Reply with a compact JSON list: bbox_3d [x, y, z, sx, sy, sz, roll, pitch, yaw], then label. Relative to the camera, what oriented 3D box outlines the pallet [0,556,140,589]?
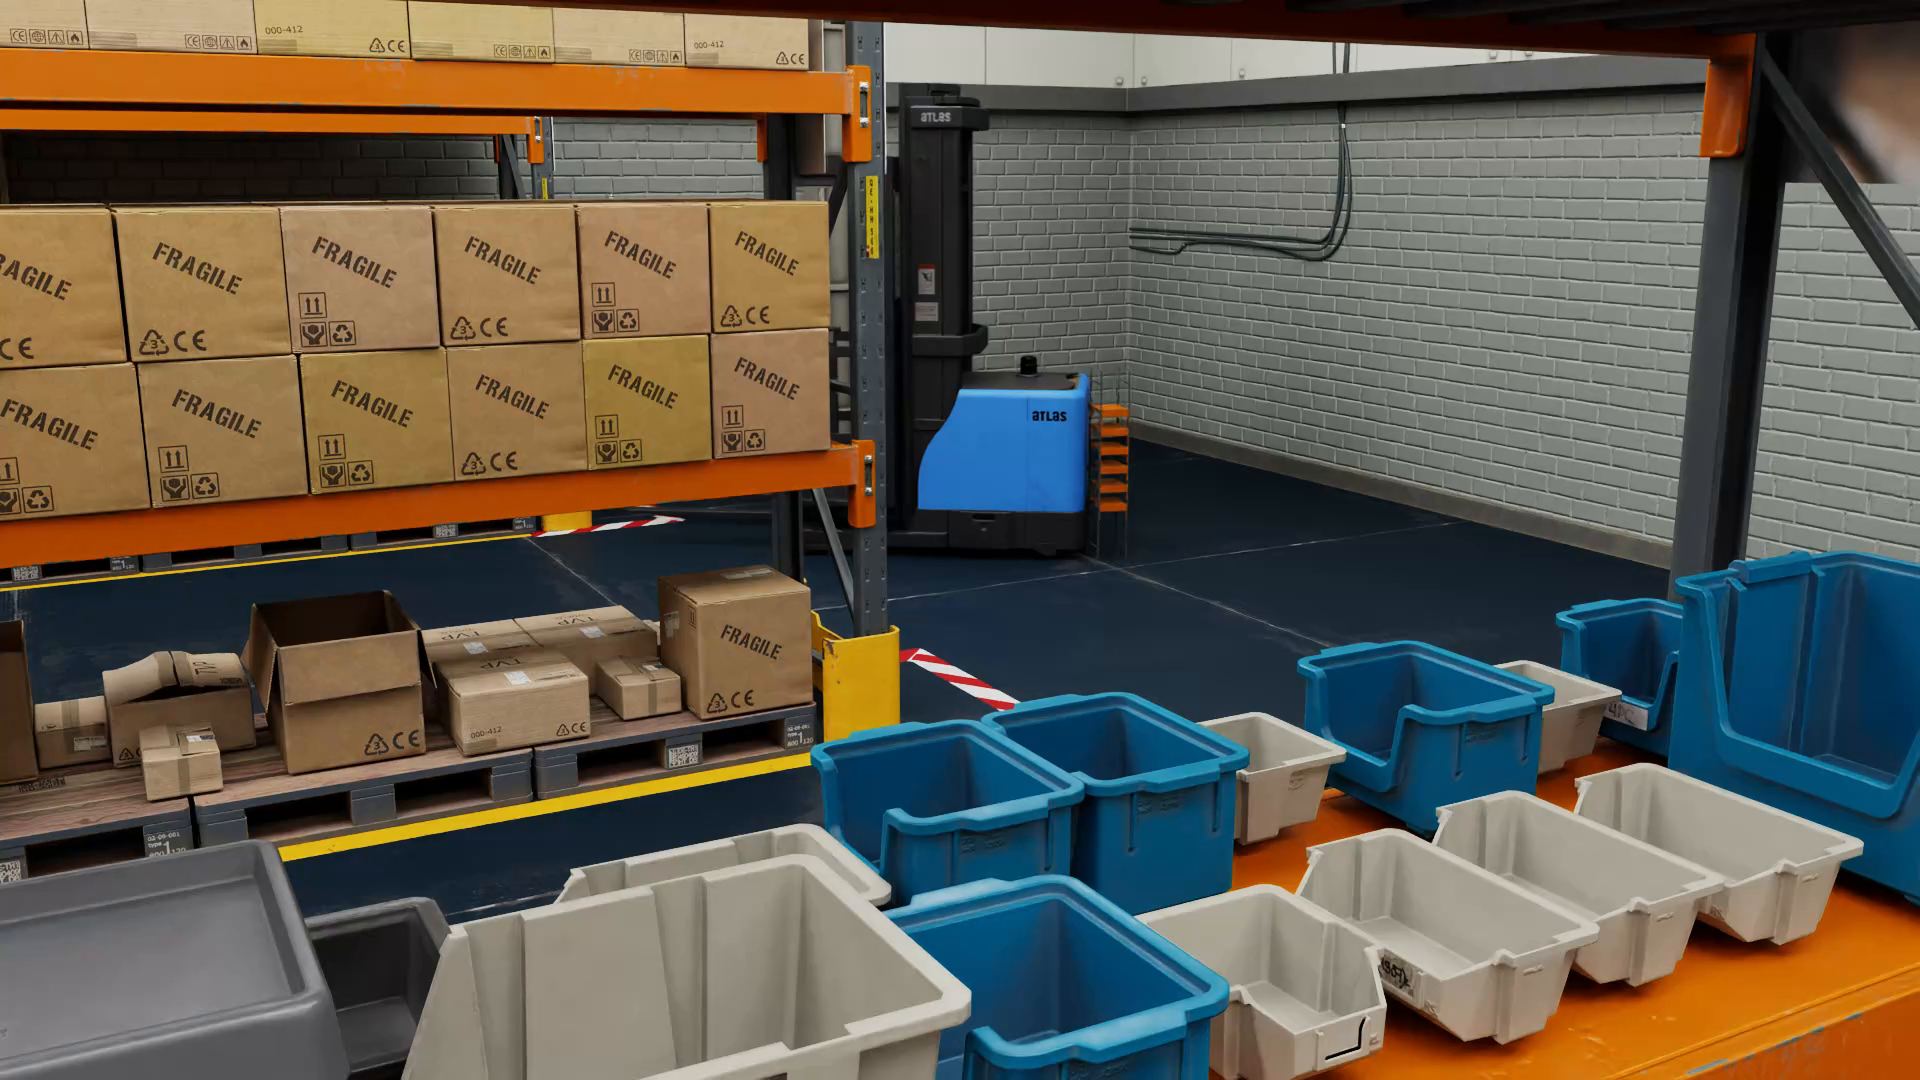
[{"bbox_3d":[-5.784,0.075,10.297,1.213,0.211,1.003,-7,14,-28],"label":"pallet"}]

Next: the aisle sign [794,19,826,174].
[{"bbox_3d":[-0.682,-2.020,7.330,0.004,0.787,0.394,-7,14,-28],"label":"aisle sign"}]

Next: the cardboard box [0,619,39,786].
[{"bbox_3d":[-3.748,0.624,6.198,0.500,0.500,0.500,-7,14,-28],"label":"cardboard box"}]

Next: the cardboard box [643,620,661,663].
[{"bbox_3d":[-1.353,0.484,7.576,0.250,0.166,0.380,-7,14,-28],"label":"cardboard box"}]

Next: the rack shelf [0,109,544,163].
[{"bbox_3d":[-4.733,-2.544,10.387,4.000,0.370,1.077,-7,14,-28],"label":"rack shelf"}]

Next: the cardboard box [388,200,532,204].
[{"bbox_3d":[-2.014,-1.120,6.749,0.500,0.500,0.500,-7,14,-27],"label":"cardboard box"}]

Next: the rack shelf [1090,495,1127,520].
[{"bbox_3d":[0.940,-0.207,10.589,0.180,0.103,0.258,-3,13,-12],"label":"rack shelf"}]

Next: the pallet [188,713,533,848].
[{"bbox_3d":[-2.437,0.893,6.663,1.213,0.211,1.003,-7,14,-28],"label":"pallet"}]

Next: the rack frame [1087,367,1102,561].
[{"bbox_3d":[0.850,-0.480,10.508,0.006,1.200,0.240,-3,13,-12],"label":"rack frame"}]

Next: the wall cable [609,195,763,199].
[{"bbox_3d":[-2.307,-2.454,12.869,1.851,1.984,0.084,-7,14,-28],"label":"wall cable"}]

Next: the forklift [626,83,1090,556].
[{"bbox_3d":[-0.663,-1.446,10.857,3.031,2.935,1.130,1,13,6],"label":"forklift"}]

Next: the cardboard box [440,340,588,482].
[{"bbox_3d":[-1.758,-0.530,6.404,0.500,0.500,0.500,-7,14,-27],"label":"cardboard box"}]

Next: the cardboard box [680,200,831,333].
[{"bbox_3d":[-0.860,-1.124,6.768,0.500,0.500,0.500,-7,14,-28],"label":"cardboard box"}]

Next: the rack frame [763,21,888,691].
[{"bbox_3d":[-0.601,-0.687,7.332,0.127,3.000,1.000,-7,14,-28],"label":"rack frame"}]

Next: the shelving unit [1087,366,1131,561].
[{"bbox_3d":[0.940,-0.484,10.527,0.189,1.200,0.258,-3,13,-12],"label":"shelving unit"}]

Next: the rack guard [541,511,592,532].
[{"bbox_3d":[-2.957,-0.425,11.858,0.348,0.500,1.175,-7,14,-28],"label":"rack guard"}]

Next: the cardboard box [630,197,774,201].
[{"bbox_3d":[-1.117,-1.228,7.230,0.500,0.500,0.500,-6,14,-26],"label":"cardboard box"}]

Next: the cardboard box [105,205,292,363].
[{"bbox_3d":[-2.660,-0.907,5.802,0.500,0.500,0.500,-7,15,-30],"label":"cardboard box"}]

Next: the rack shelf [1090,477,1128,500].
[{"bbox_3d":[0.940,-0.324,10.563,0.180,0.103,0.258,-3,13,-12],"label":"rack shelf"}]

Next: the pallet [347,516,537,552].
[{"bbox_3d":[-3.642,-0.182,11.438,1.213,0.211,1.003,-7,14,-28],"label":"pallet"}]

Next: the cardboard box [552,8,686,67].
[{"bbox_3d":[-1.370,-1.922,6.329,0.500,0.250,0.500,-7,14,-28],"label":"cardboard box"}]

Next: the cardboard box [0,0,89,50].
[{"bbox_3d":[-3.126,-1.712,5.395,0.500,0.250,0.500,-7,14,-28],"label":"cardboard box"}]

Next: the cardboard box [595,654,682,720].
[{"bbox_3d":[-1.359,0.610,7.017,0.250,0.166,0.380,-7,14,-28],"label":"cardboard box"}]

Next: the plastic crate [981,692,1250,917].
[{"bbox_3d":[0.239,0.421,2.651,0.300,0.233,0.416,-7,14,-28],"label":"plastic crate"}]

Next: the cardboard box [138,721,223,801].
[{"bbox_3d":[-2.885,0.806,6.149,0.250,0.166,0.380,-7,14,-28],"label":"cardboard box"}]

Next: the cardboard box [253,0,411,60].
[{"bbox_3d":[-2.249,-1.818,5.864,0.500,0.250,0.500,-7,14,-28],"label":"cardboard box"}]

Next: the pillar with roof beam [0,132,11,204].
[{"bbox_3d":[-4.226,-3.558,6.425,0.400,9.000,9.100,-7,14,-28],"label":"pillar with roof beam"}]

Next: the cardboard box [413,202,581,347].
[{"bbox_3d":[-1.756,-1.015,6.284,0.500,0.500,0.500,-6,14,-26],"label":"cardboard box"}]

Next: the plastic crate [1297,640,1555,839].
[{"bbox_3d":[0.817,0.352,2.959,0.300,0.233,0.416,-7,14,-28],"label":"plastic crate"}]

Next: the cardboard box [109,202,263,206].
[{"bbox_3d":[-2.901,-1.014,6.277,0.500,0.500,0.500,-7,14,-27],"label":"cardboard box"}]

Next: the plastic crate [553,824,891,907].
[{"bbox_3d":[-0.357,0.547,2.313,0.466,0.136,0.293,-7,14,-28],"label":"plastic crate"}]

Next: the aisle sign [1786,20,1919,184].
[{"bbox_3d":[1.690,-1.066,3.091,0.004,0.787,0.394,-7,14,-28],"label":"aisle sign"}]

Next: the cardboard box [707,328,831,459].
[{"bbox_3d":[-0.864,-0.637,6.879,0.500,0.500,0.500,-6,14,-26],"label":"cardboard box"}]

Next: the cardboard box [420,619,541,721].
[{"bbox_3d":[-2.092,0.547,7.107,0.500,0.250,0.500,-7,14,-28],"label":"cardboard box"}]

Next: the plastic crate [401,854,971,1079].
[{"bbox_3d":[-0.313,0.592,1.781,0.530,0.282,0.437,-7,14,-28],"label":"plastic crate"}]

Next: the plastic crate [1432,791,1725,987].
[{"bbox_3d":[0.879,0.515,2.452,0.243,0.136,0.396,-7,14,-28],"label":"plastic crate"}]

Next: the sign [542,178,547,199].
[{"bbox_3d":[-2.730,-2.216,10.948,0.005,0.325,0.100,-7,14,-28],"label":"sign"}]

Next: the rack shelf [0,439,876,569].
[{"bbox_3d":[-2.357,-0.126,6.476,4.000,0.370,1.077,-7,14,-28],"label":"rack shelf"}]

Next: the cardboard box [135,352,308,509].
[{"bbox_3d":[-2.646,-0.423,5.930,0.500,0.500,0.500,-7,14,-28],"label":"cardboard box"}]

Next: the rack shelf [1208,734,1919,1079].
[{"bbox_3d":[0.014,0.829,2.233,4.000,0.370,1.077,-7,14,-28],"label":"rack shelf"}]

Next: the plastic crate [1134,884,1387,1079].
[{"bbox_3d":[0.395,0.584,2.146,0.250,0.136,0.298,-7,14,-28],"label":"plastic crate"}]

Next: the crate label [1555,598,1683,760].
[{"bbox_3d":[1.395,0.282,3.267,0.303,0.233,0.416,-7,14,-28],"label":"crate label"}]

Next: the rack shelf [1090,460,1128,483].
[{"bbox_3d":[0.940,-0.441,10.536,0.180,0.103,0.258,-3,13,-12],"label":"rack shelf"}]

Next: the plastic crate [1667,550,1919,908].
[{"bbox_3d":[1.565,0.292,2.762,0.499,0.435,0.616,-7,14,-28],"label":"plastic crate"}]

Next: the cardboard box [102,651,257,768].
[{"bbox_3d":[-3.090,0.637,6.569,0.500,0.311,0.500,-7,14,-28],"label":"cardboard box"}]
